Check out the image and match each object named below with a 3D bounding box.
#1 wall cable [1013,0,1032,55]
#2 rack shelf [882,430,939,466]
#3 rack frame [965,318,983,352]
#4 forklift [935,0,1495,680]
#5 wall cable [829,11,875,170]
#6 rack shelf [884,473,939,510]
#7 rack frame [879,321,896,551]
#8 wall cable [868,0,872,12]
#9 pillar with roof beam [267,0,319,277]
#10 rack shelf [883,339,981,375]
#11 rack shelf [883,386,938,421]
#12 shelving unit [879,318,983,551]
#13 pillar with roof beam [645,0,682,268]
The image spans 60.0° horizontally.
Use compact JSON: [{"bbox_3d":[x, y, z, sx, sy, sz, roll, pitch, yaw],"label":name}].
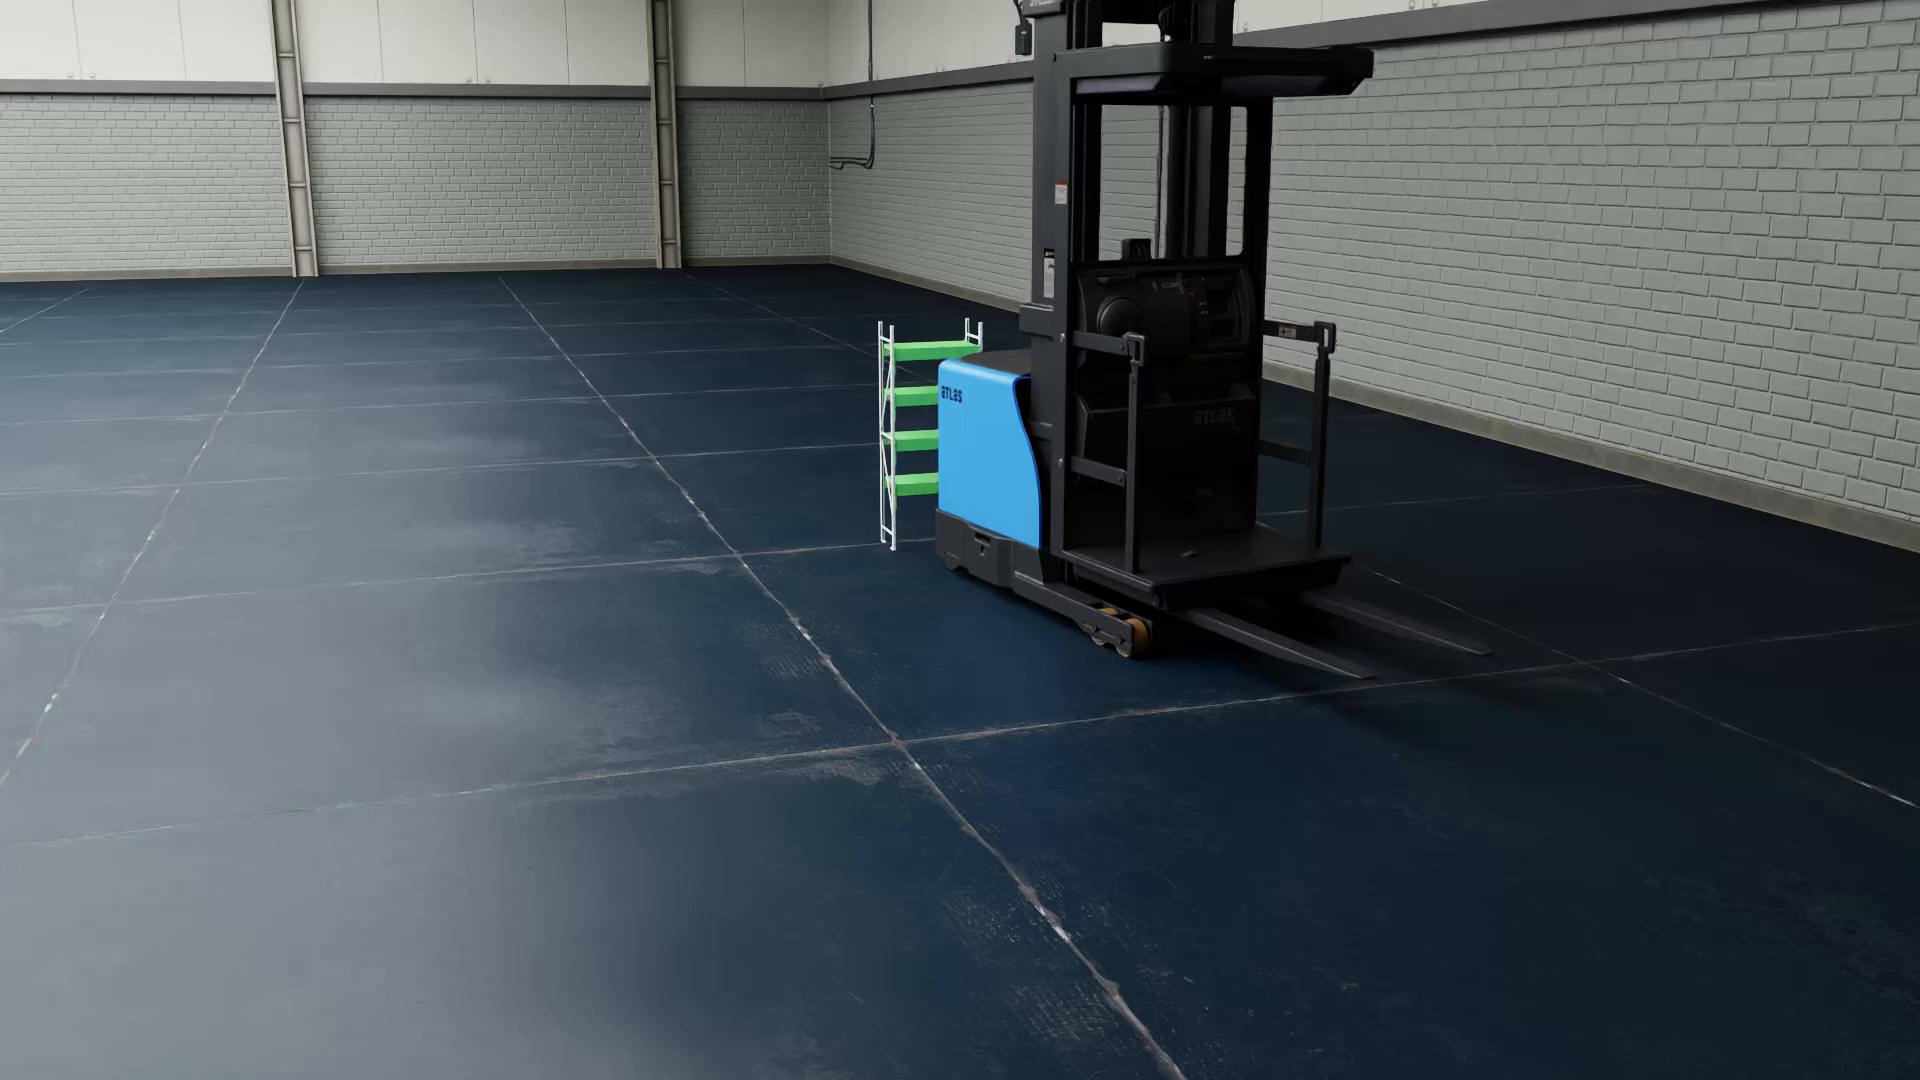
[{"bbox_3d":[1.085,-8.695,18.902,0.169,6.003,2.305,-4,14,-18],"label":"wall cable"},{"bbox_3d":[-0.157,-0.509,8.967,0.480,0.148,0.258,-4,14,-18],"label":"rack shelf"},{"bbox_3d":[0.074,-0.590,9.028,0.015,1.200,0.240,-4,14,-18],"label":"rack frame"},{"bbox_3d":[1.028,-1.047,7.213,1.130,2.935,3.031,-7,15,-28],"label":"forklift"},{"bbox_3d":[-1.928,-7.613,28.413,0.112,2.526,3.097,-4,14,-18],"label":"wall cable"},{"bbox_3d":[-0.157,-0.276,9.023,0.480,0.148,0.258,-4,14,-18],"label":"rack shelf"},{"bbox_3d":[-0.388,-0.553,8.877,0.015,1.200,0.240,-4,14,-18],"label":"rack frame"},{"bbox_3d":[-1.065,-9.477,25.334,0.112,2.526,3.097,-4,14,-18],"label":"wall cable"},{"bbox_3d":[-9.455,-7.809,22.528,0.400,9.000,9.100,-4,14,-18],"label":"pillar with roof beam"},{"bbox_3d":[-0.157,-0.976,8.856,0.480,0.148,0.258,-4,14,-18],"label":"rack shelf"},{"bbox_3d":[-0.157,-0.743,8.912,0.480,0.148,0.258,-4,14,-18],"label":"rack shelf"},{"bbox_3d":[-0.157,-0.571,8.953,0.503,1.200,0.258,-4,14,-18],"label":"shelving unit"},{"bbox_3d":[-3.769,-8.252,24.389,0.400,9.000,9.100,-4,14,-18],"label":"pillar with roof beam"}]
